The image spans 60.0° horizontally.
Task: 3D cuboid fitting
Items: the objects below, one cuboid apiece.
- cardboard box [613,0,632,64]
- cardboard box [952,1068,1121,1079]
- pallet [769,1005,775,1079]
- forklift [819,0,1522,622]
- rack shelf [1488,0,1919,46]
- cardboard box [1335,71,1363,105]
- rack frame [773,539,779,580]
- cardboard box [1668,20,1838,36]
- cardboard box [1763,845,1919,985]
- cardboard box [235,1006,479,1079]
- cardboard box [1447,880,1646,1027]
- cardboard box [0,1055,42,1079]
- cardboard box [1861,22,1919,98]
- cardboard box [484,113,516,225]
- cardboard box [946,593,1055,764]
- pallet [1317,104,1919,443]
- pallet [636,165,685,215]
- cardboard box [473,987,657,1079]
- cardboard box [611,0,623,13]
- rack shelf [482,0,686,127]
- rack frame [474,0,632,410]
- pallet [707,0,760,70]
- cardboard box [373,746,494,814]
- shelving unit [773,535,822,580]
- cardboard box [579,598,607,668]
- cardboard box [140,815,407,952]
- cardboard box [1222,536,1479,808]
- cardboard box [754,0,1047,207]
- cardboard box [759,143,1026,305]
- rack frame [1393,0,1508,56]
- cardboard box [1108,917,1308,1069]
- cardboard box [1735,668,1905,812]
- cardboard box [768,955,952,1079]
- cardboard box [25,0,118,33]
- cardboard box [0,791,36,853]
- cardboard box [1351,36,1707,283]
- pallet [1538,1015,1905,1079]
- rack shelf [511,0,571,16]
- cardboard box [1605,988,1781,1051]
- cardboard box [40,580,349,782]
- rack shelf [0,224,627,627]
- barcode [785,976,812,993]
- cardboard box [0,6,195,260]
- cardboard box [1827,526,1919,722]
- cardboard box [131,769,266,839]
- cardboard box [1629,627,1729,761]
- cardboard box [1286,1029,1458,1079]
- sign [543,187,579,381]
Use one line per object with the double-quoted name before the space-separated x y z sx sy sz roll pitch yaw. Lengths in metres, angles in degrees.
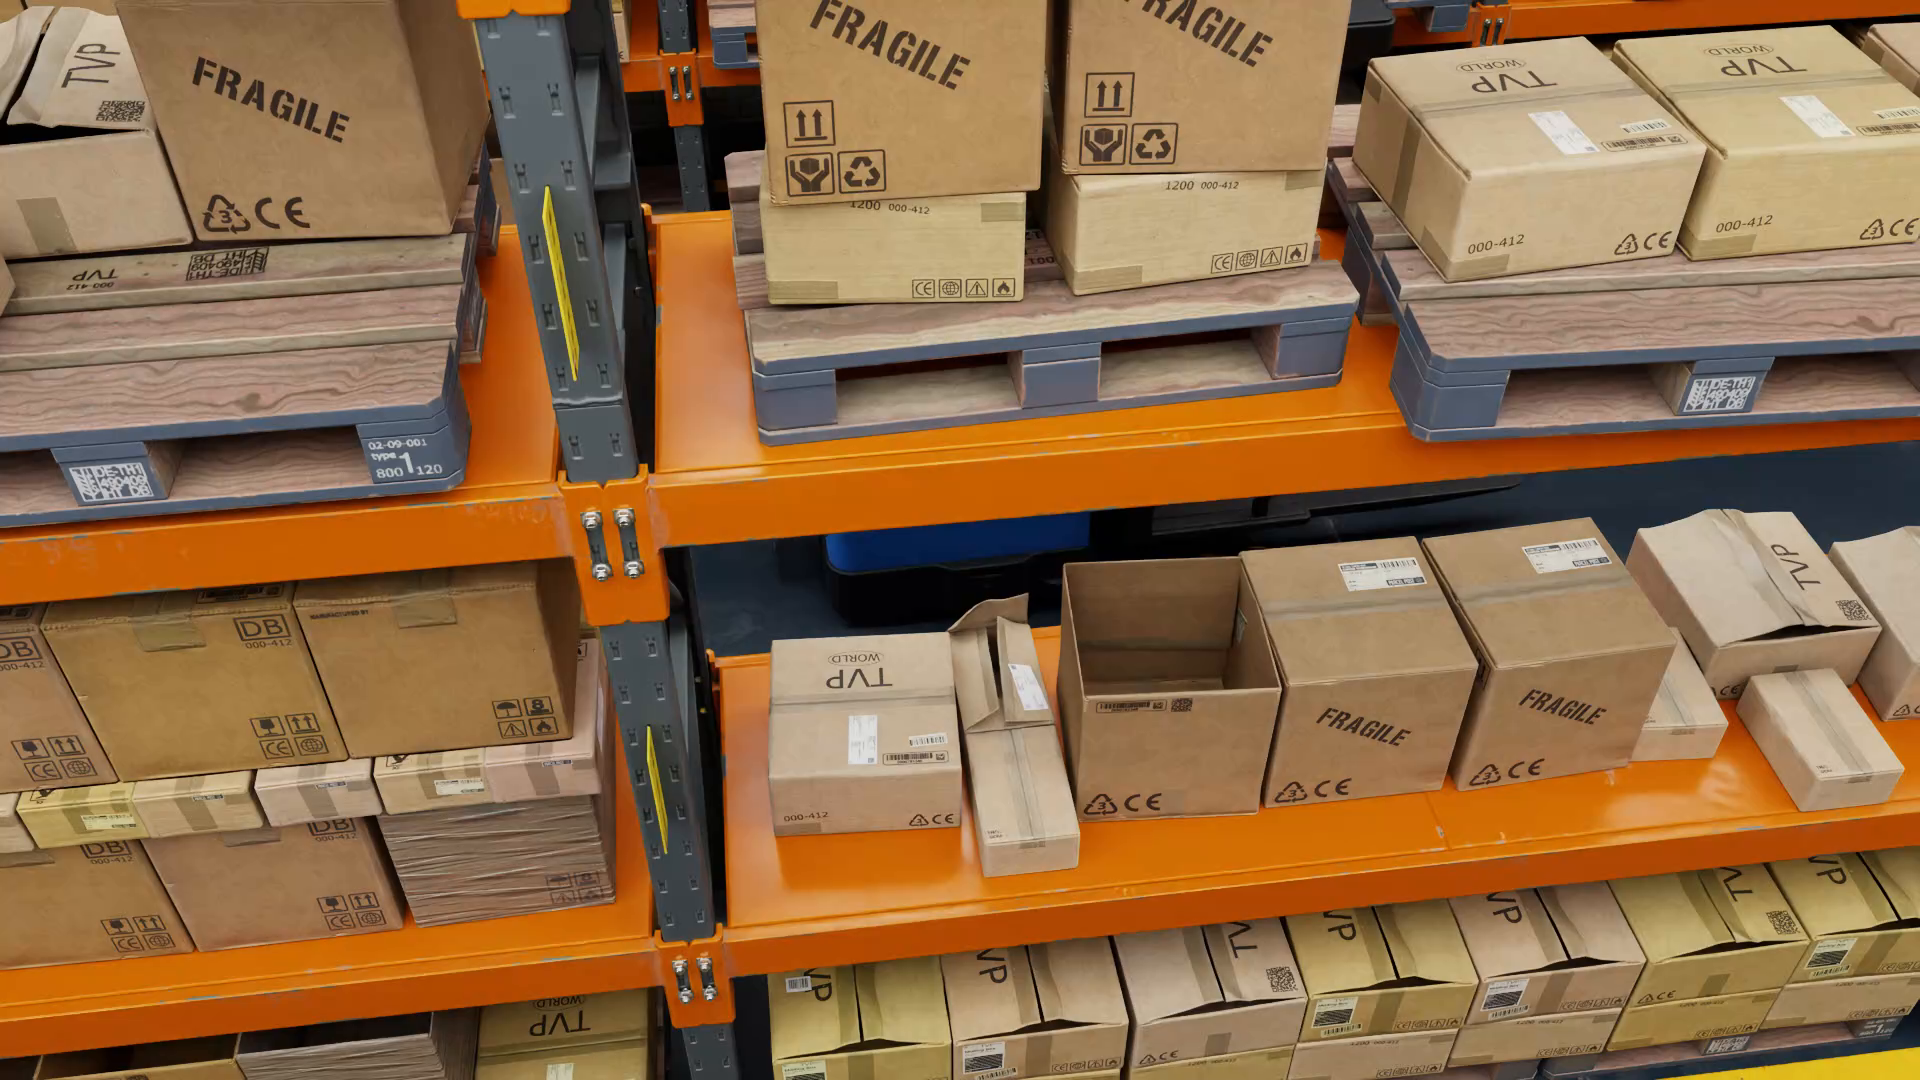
"cardboard box" -1.820 -2.459 7.834 0.500 0.250 0.500 -5 42 -5
"cardboard box" 0.195 1.491 5.097 0.500 0.250 0.500 -4 42 -4
"pallet" -0.018 1.485 5.446 1.213 0.211 1.003 -5 42 -6
"forklift" 0.884 -1.221 6.416 3.031 2.935 1.130 -6 42 -7
"rack shelf" 4.559 -3.004 8.878 4.000 0.370 1.077 -5 42 -6
"cardboard box" 1.869 -2.235 9.027 0.500 0.500 0.700 -4 42 -5
"rack frame" -0.789 -0.354 6.747 0.006 1.200 0.240 -6 42 -7
"cardboard box" 4.192 -2.504 9.078 0.750 0.750 0.750 -5 42 -6
"cardboard box" 2.735 1.058 5.158 0.500 0.311 0.500 -4 42 -4
"cardboard box" -1.673 1.347 4.696 0.500 0.500 0.500 -5 42 -6
"cardboard box" 1.719 1.149 5.057 0.500 0.311 0.500 -5 42 -6
"cardboard box" -2.662 1.446 4.587 0.500 0.500 0.500 -5 42 -6
"cardboard box" 2.262 -0.888 3.553 0.500 0.250 0.500 -4 42 -4
"cardboard box" -2.414 -1.869 8.620 0.500 0.500 0.500 -8 43 -9
"cardboard box" 0.104 0.391 4.677 0.258 0.266 0.396 -6 42 -7
"pallet" 1.452 -0.634 3.615 1.213 0.211 1.003 -3 42 -4
"pallet" -2.051 -1.633 8.903 1.213 0.211 1.003 -5 42 -6
"cardboard box" -1.175 1.590 4.987 0.500 0.250 0.500 -5 42 -6
"cardboard box" -1.819 -2.734 7.578 0.500 0.500 0.500 -5 42 -6
"rack shelf" -3.373 -2.309 8.108 4.000 0.370 1.077 -5 42 -6
"rack frame" -0.744 -1.688 2.403 0.127 3.000 1.000 -5 42 -6
"pallet" -0.613 -2.649 8.090 1.213 0.211 1.003 -5 42 -6
"cardboard box" -1.231 0.448 3.955 0.250 0.149 0.380 -6 42 -6
"shelving unit" -0.699 -0.364 6.758 0.189 1.200 0.258 -6 42 -7
"cardboard box" -1.036 0.156 4.278 0.250 0.149 0.380 -5 42 -6
"cardboard box" -1.705 0.595 4.276 0.500 0.500 0.700 -5 42 -6
"cardboard box" 1.039 0.357 4.540 0.500 0.500 0.500 -5 42 -5
"cardboard box" -0.127 -0.980 3.096 0.500 0.500 0.500 -5 42 -5
"cardboard box" -0.132 -0.722 3.370 0.500 0.250 0.500 -1 42 -1
"rack frame" 2.576 -3.097 8.444 0.127 3.000 1.000 -5 42 -6
"cardboard box" 0.708 1.240 4.956 0.500 0.311 0.500 -6 42 -7
"cardboard box" 2.366 0.547 4.592 0.250 0.149 0.380 -5 42 -6
"cardboard box" -0.302 1.326 4.861 0.500 0.311 0.500 -5 42 -5
"cardboard box" -3.839 -2.552 7.377 0.500 0.500 0.500 -6 42 -7
"cardboard box" -2.245 0.537 3.857 0.250 0.149 0.380 -4 42 -4
"cardboard box" 1.160 -0.800 3.456 0.500 0.250 0.500 -8 43 -9
"pallet" 2.401 1.273 5.681 1.213 0.211 1.003 -5 42 -6
"rack shelf" 1.239 -1.446 2.970 4.000 0.370 1.077 -5 42 -6
"cardboard box" 2.222 1.312 5.295 0.500 0.250 0.500 -5 42 -6
"cardboard box" -1.684 0.108 3.847 0.500 0.500 0.700 -5 42 -6
"rack shelf" -2.727 -0.134 3.456 4.000 0.370 1.077 -5 42 -6
"barcode" -0.437 1.202 4.499 0.075 0.075 0.001 -5 42 -6
"cardboard box" -1.813 -0.834 3.344 0.500 0.311 0.500 -7 43 -8
"cardboard box" 2.856 0.228 4.824 0.500 0.311 0.500 -3 42 -3
"cardboard box" -1.751 0.495 3.902 0.250 0.149 0.380 -5 42 -6
"cardboard box" 1.965 0.434 4.717 0.250 0.149 0.380 -2 42 -2
"cardboard box" 1.213 1.400 5.197 0.500 0.250 0.500 -4 42 -5
"sign" -0.670 -0.427 2.799 0.005 0.325 0.100 -5 42 -6
